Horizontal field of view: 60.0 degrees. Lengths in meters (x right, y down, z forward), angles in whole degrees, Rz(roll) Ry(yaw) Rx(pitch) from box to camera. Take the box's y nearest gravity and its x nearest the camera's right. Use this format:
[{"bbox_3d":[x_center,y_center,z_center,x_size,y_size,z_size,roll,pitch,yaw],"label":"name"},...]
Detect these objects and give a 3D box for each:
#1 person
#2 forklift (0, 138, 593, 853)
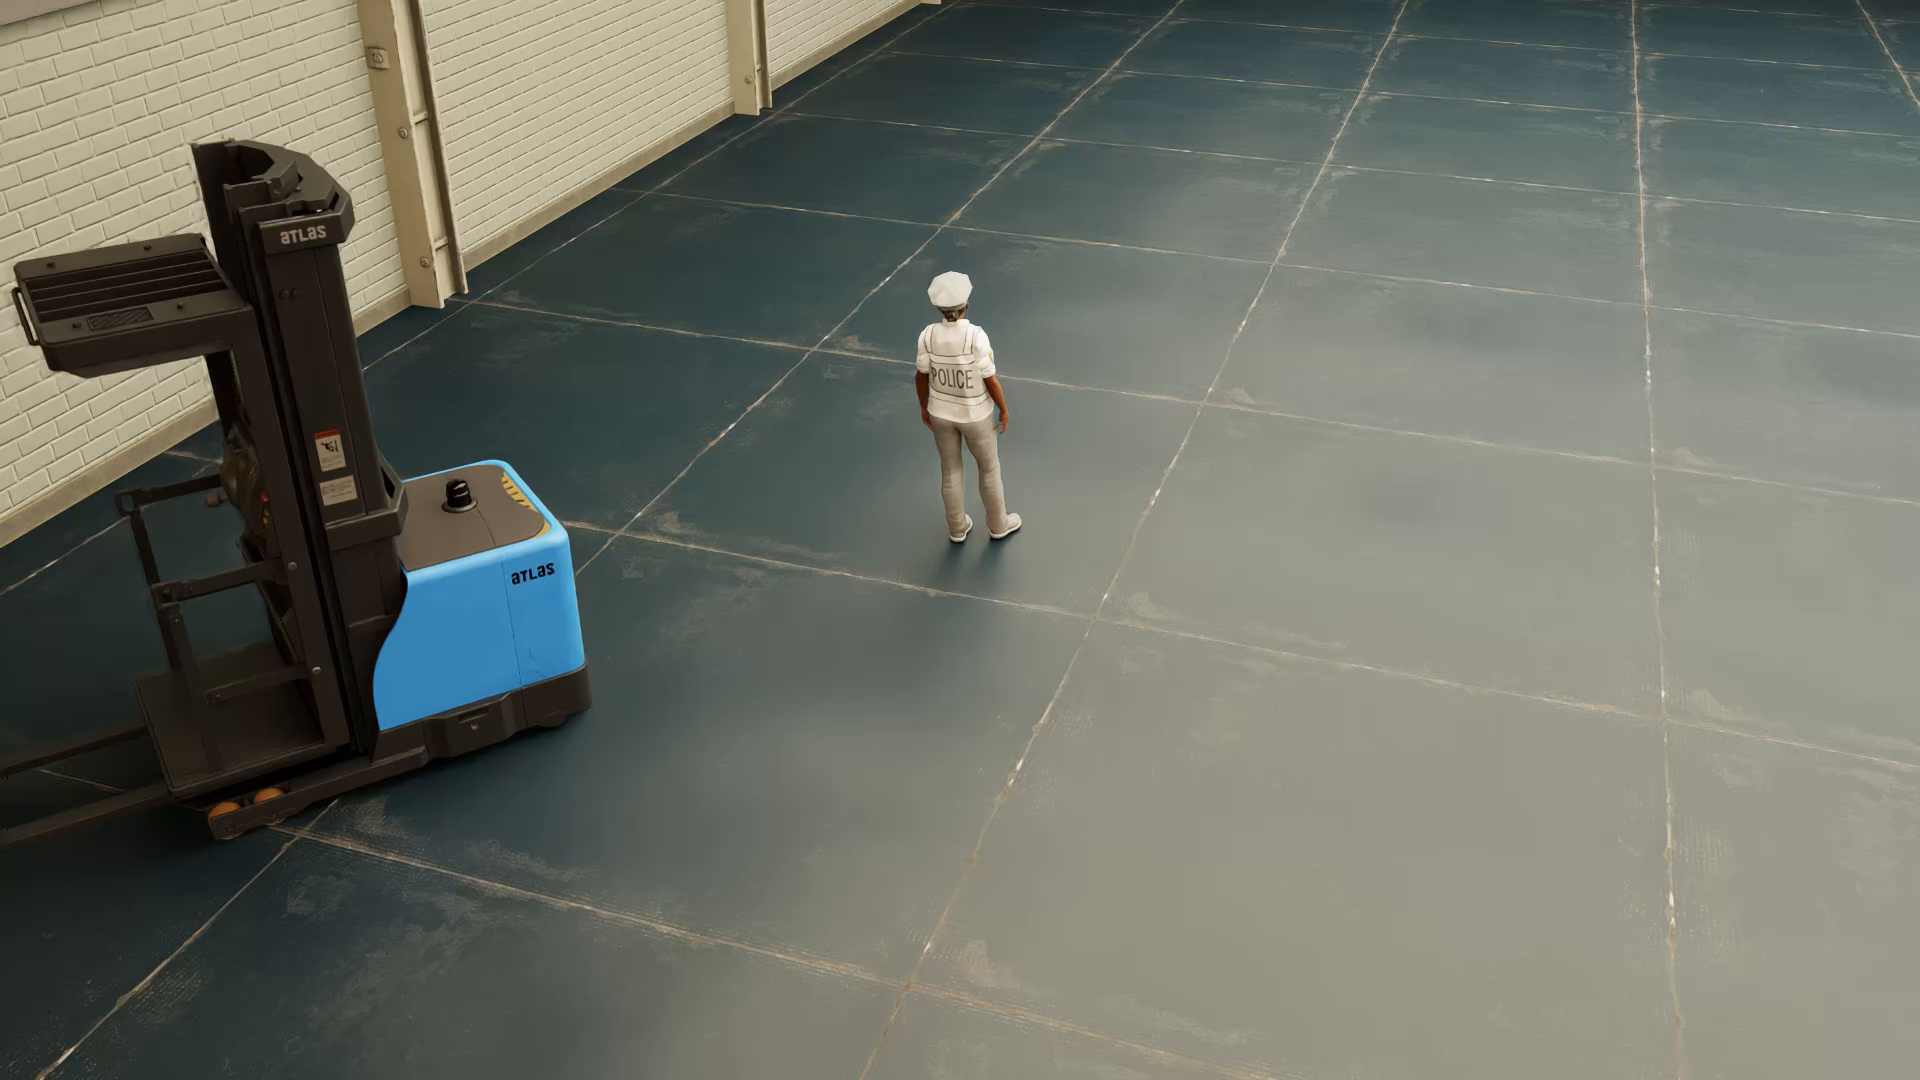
[{"bbox_3d":[0.043,-0.774,9.729,0.569,1.695,0.528,10,31,16],"label":"person"},{"bbox_3d":[-3.402,-0.192,7.473,3.031,2.935,1.130,-17,34,-27],"label":"forklift"}]
